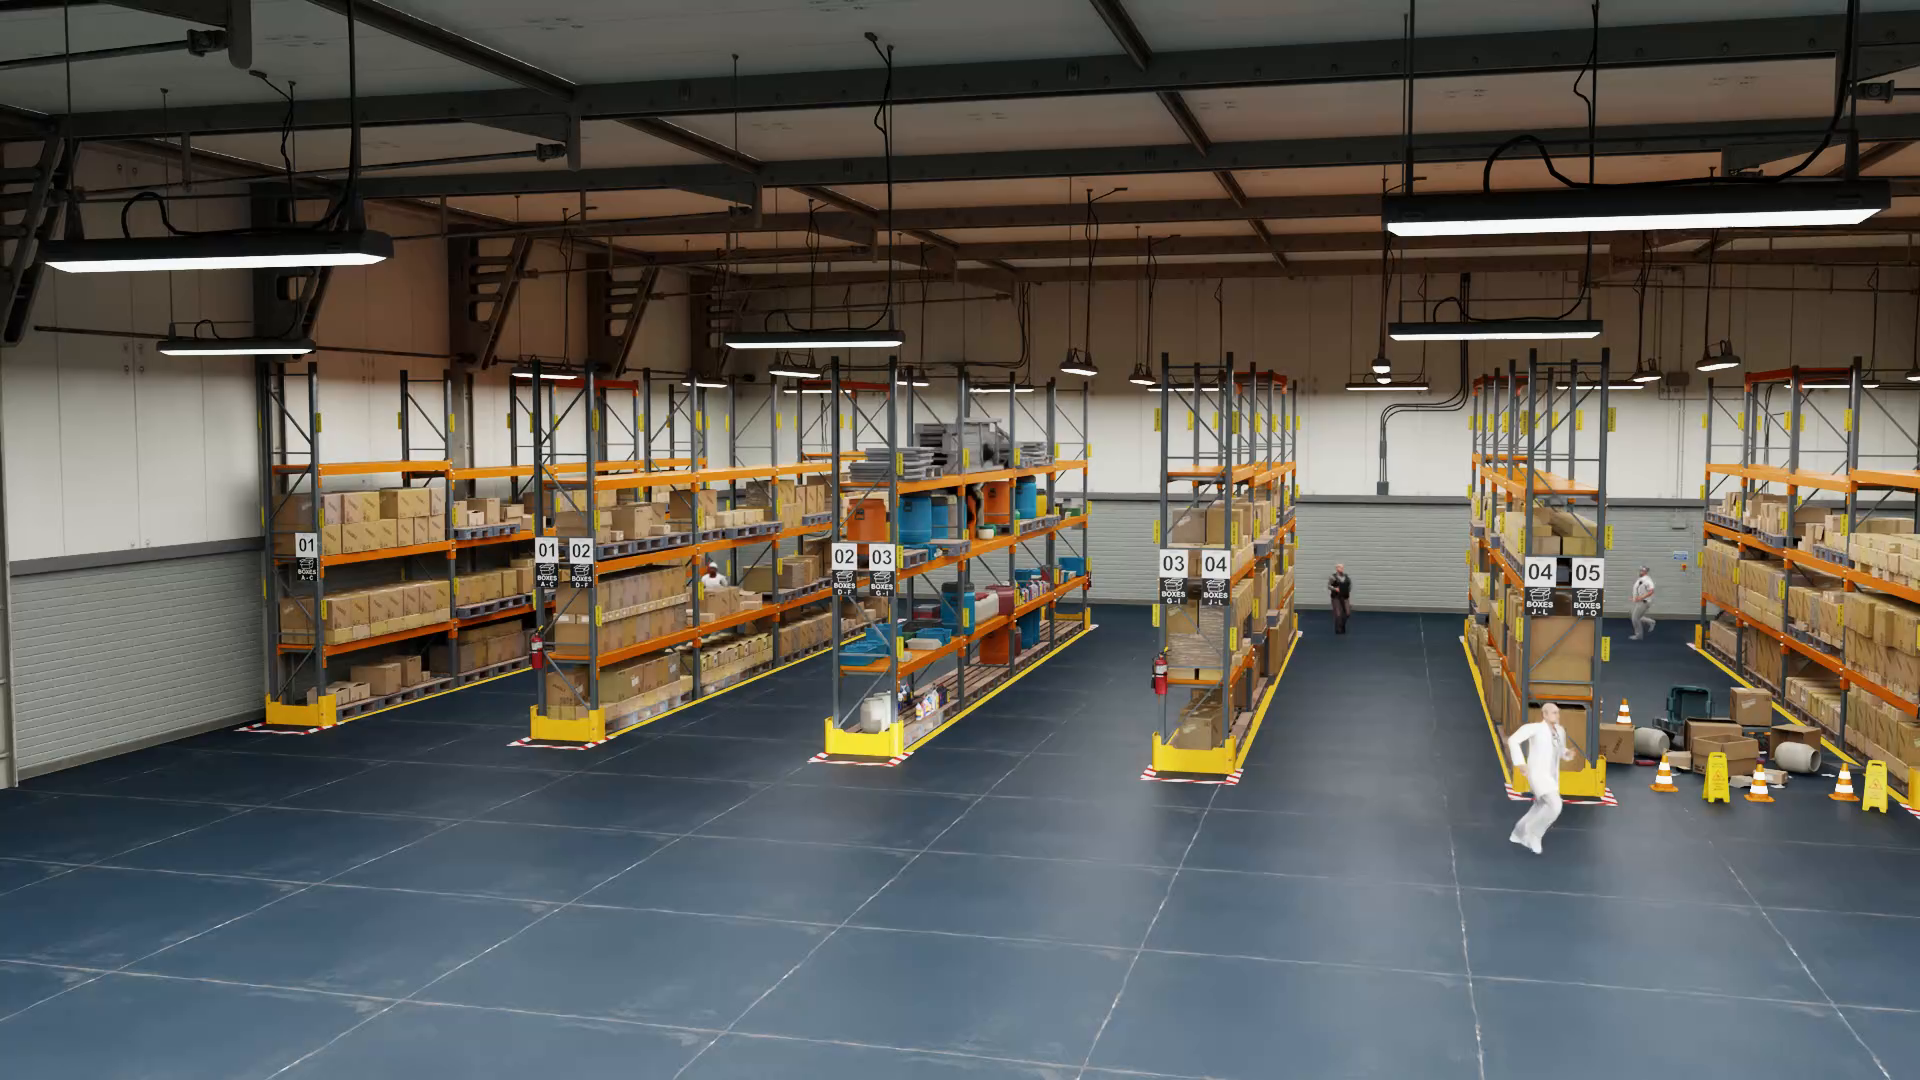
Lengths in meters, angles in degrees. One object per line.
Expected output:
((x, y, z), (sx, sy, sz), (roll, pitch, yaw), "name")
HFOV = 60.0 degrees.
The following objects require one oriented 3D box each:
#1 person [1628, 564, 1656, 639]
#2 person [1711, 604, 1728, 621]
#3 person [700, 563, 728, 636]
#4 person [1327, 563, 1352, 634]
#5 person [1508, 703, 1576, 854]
((15.859, 1.433, 38.537), (0.644, 1.740, 0.665), (0, 4, 4), "person")
((17.477, 1.523, 37.960), (0.671, 1.668, 0.640), (-4, 5, -43), "person")
((-5.821, 1.390, 39.188), (0.702, 1.718, 0.584), (0, 4, 1), "person")
((8.989, 1.395, 39.176), (0.647, 1.685, 0.602), (0, 4, -4), "person")
((6.778, 2.766, 19.329), (0.691, 1.762, 0.799), (-3, 5, -35), "person")
